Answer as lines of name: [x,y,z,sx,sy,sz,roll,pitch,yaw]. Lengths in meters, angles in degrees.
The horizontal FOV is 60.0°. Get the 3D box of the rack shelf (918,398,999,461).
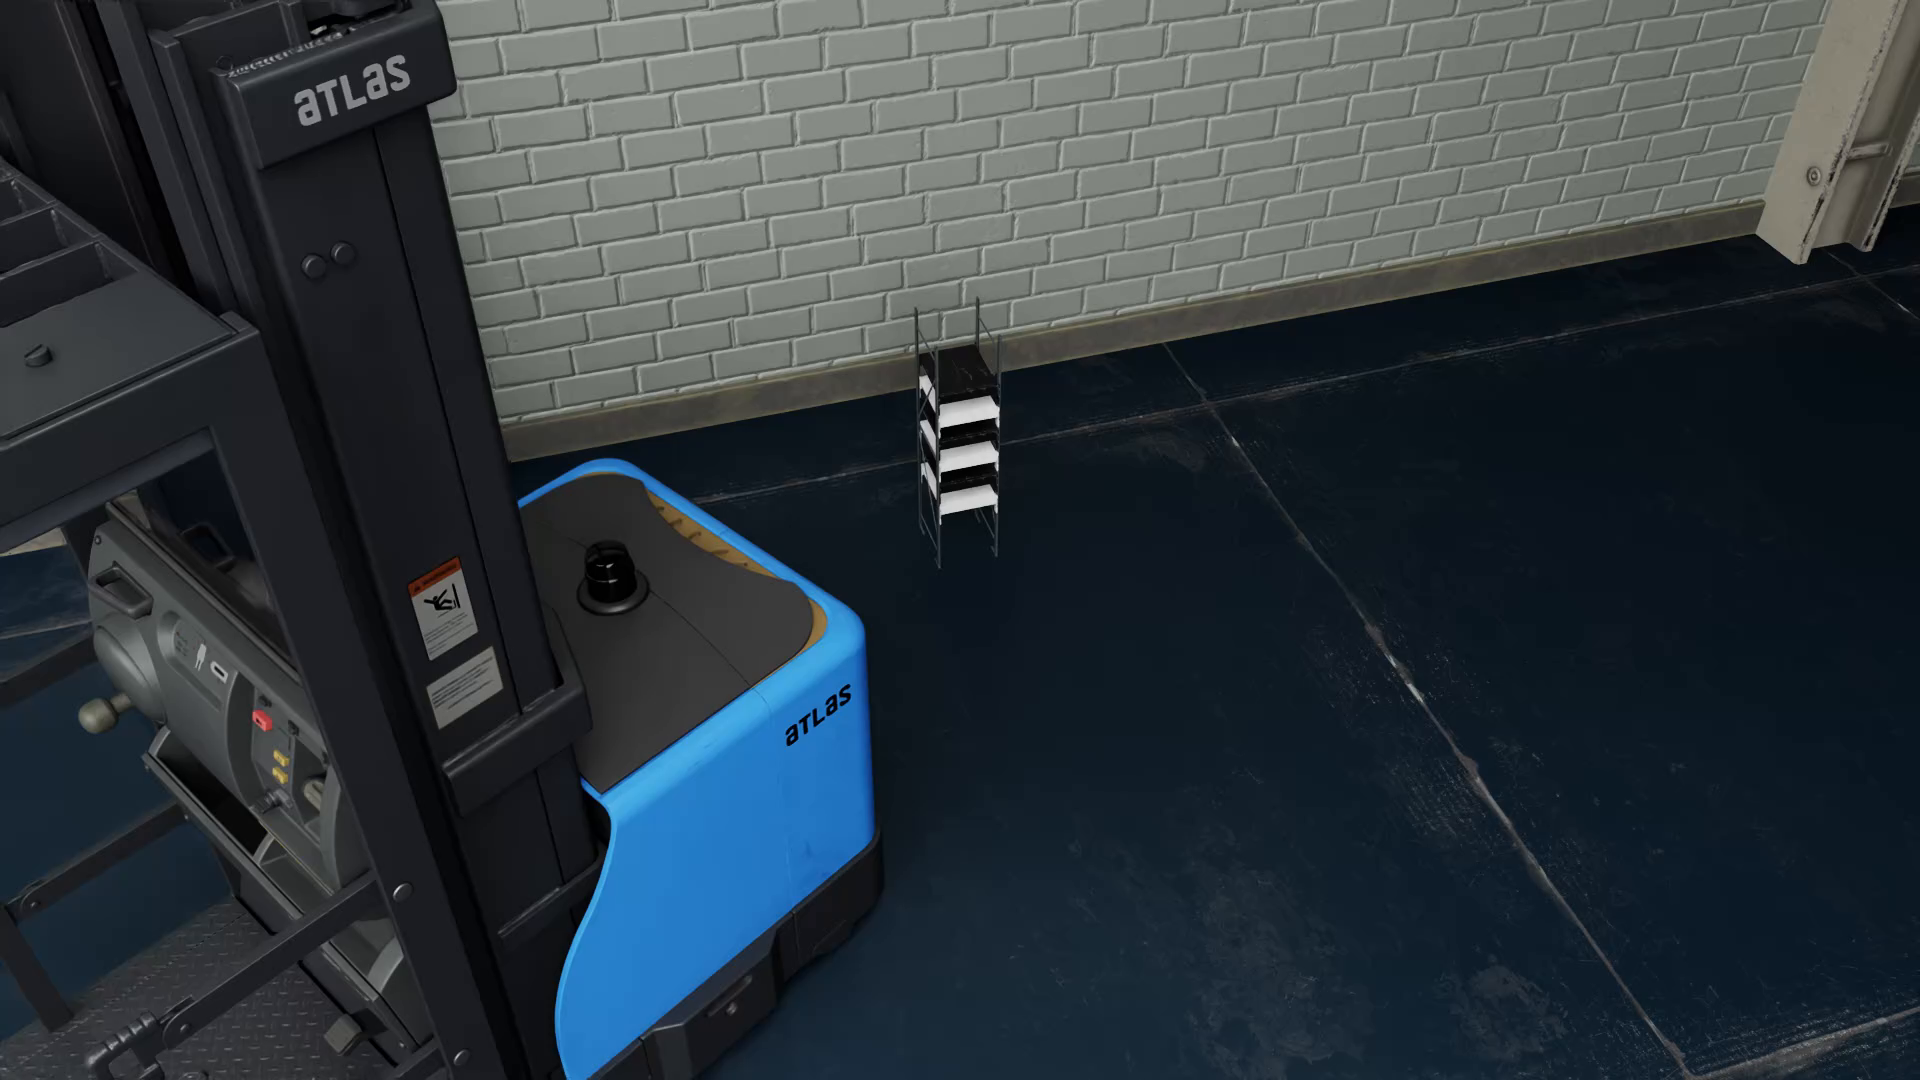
rack shelf: [-0.008,-0.380,5.415,0.200,0.077,0.258,-12,42,-13]

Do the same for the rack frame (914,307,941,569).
rack frame: [-0.105,-0.317,5.429,0.006,0.900,0.240,-12,42,-13]

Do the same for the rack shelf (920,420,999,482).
rack shelf: [-0.008,-0.312,5.474,0.200,0.077,0.258,-12,42,-13]

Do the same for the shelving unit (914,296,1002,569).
shelving unit: [-0.008,-0.337,5.452,0.210,0.900,0.258,-12,42,-13]

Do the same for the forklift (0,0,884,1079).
forklift: [-1.574,0.391,3.075,1.130,2.935,3.031,31,50,31]

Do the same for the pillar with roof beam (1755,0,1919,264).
pillar with roof beam: [5.004,-1.997,1.197,0.400,9.000,9.100,-12,42,-13]

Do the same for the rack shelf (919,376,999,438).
rack shelf: [-0.008,-0.448,5.356,0.200,0.077,0.258,-12,42,-13]

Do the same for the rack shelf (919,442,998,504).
rack shelf: [-0.008,-0.244,5.533,0.200,0.077,0.258,-12,42,-13]

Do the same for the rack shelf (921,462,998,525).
rack shelf: [-0.008,-0.177,5.592,0.200,0.077,0.258,-12,42,-13]

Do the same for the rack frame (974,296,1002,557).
rack frame: [0.089,-0.357,5.475,0.006,0.900,0.240,-12,42,-13]

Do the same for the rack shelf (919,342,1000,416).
rack shelf: [-0.008,-0.516,5.296,0.200,0.077,0.258,-12,42,-13]
